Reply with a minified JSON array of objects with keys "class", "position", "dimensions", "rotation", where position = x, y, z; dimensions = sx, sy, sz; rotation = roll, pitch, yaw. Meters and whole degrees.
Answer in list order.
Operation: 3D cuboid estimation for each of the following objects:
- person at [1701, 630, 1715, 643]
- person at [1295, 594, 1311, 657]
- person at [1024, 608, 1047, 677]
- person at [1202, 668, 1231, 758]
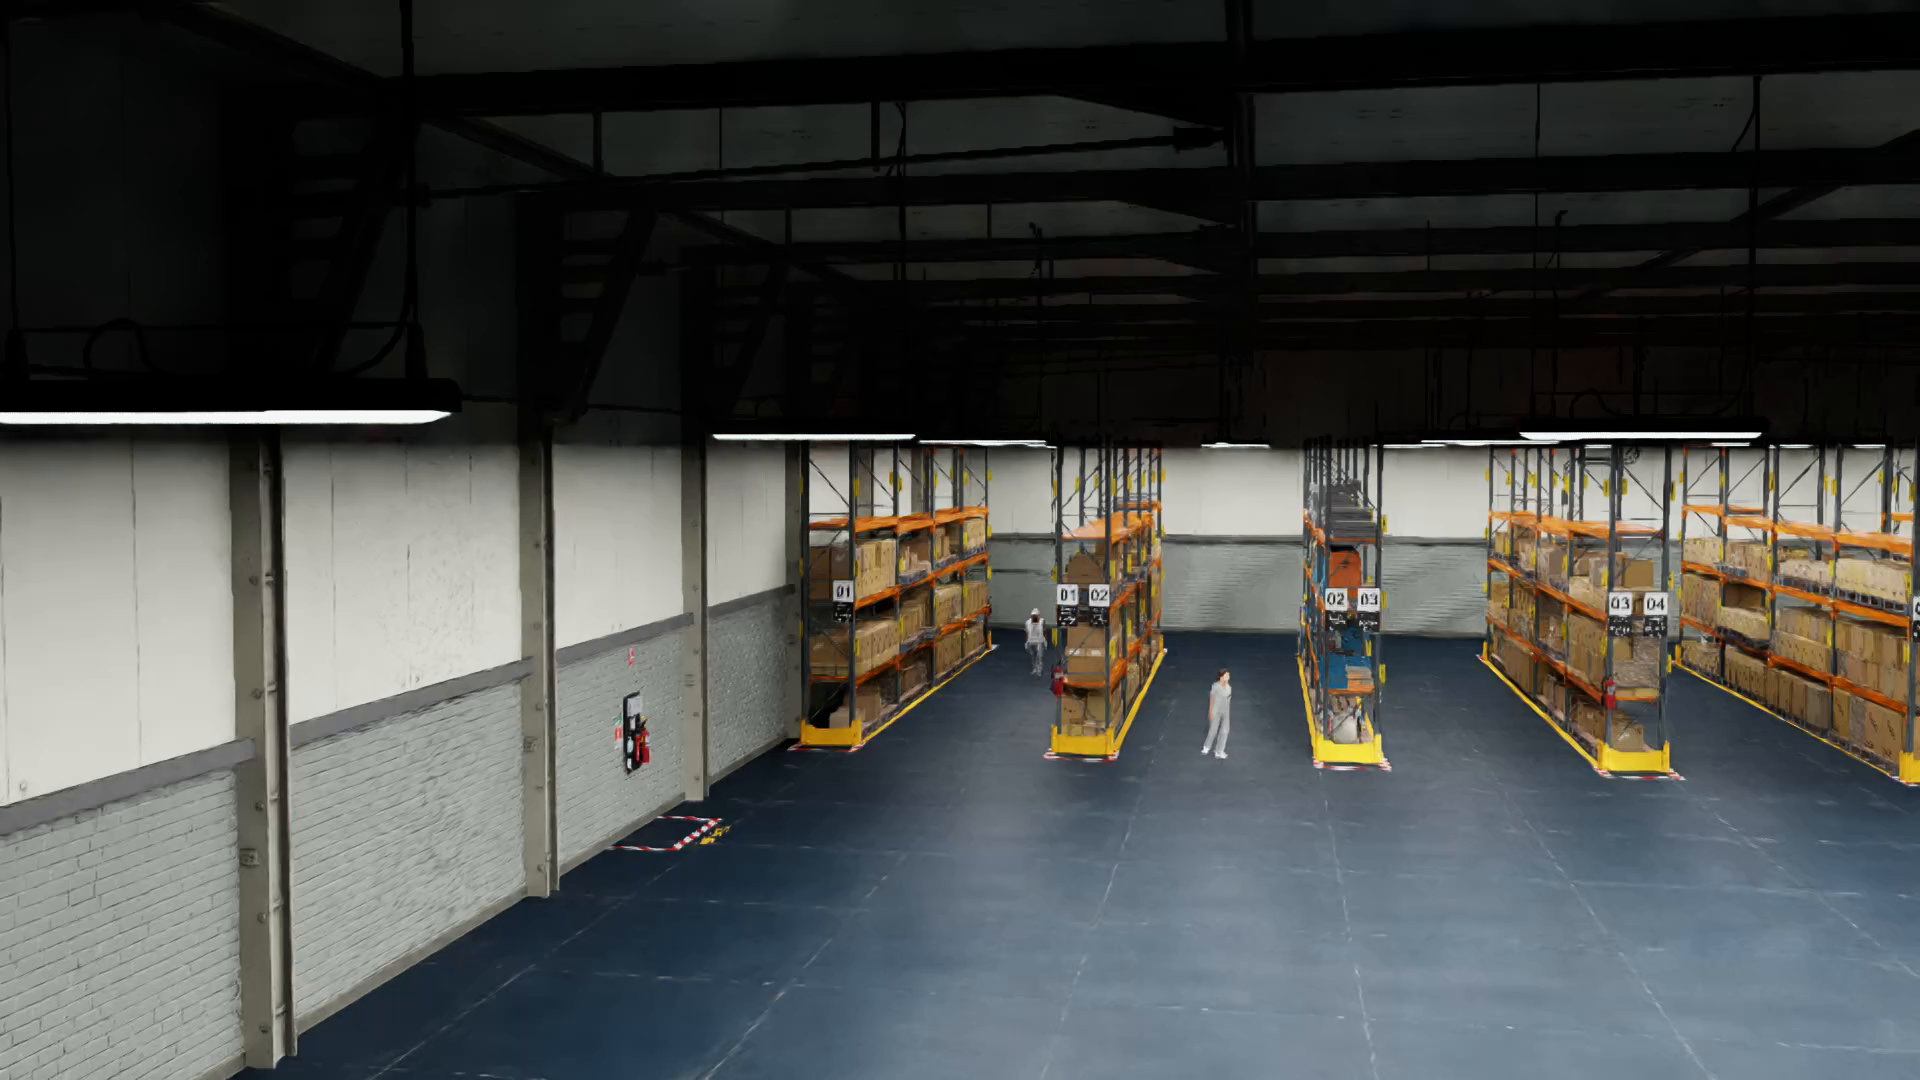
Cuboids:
[{"class":"person","position":[21.182,2.297,47.059],"dimensions":[0.712,1.785,0.556],"rotation":[-1,3,-17]},{"class":"person","position":[9.505,2.323,45.292],"dimensions":[0.615,1.734,0.977],"rotation":[2,4,32]},{"class":"person","position":[1.903,2.578,42.141],"dimensions":[0.566,1.706,1.122],"rotation":[1,3,12]},{"class":"person","position":[4.799,3.215,31.080],"dimensions":[0.513,1.659,0.534],"rotation":[-1,3,-25]}]
